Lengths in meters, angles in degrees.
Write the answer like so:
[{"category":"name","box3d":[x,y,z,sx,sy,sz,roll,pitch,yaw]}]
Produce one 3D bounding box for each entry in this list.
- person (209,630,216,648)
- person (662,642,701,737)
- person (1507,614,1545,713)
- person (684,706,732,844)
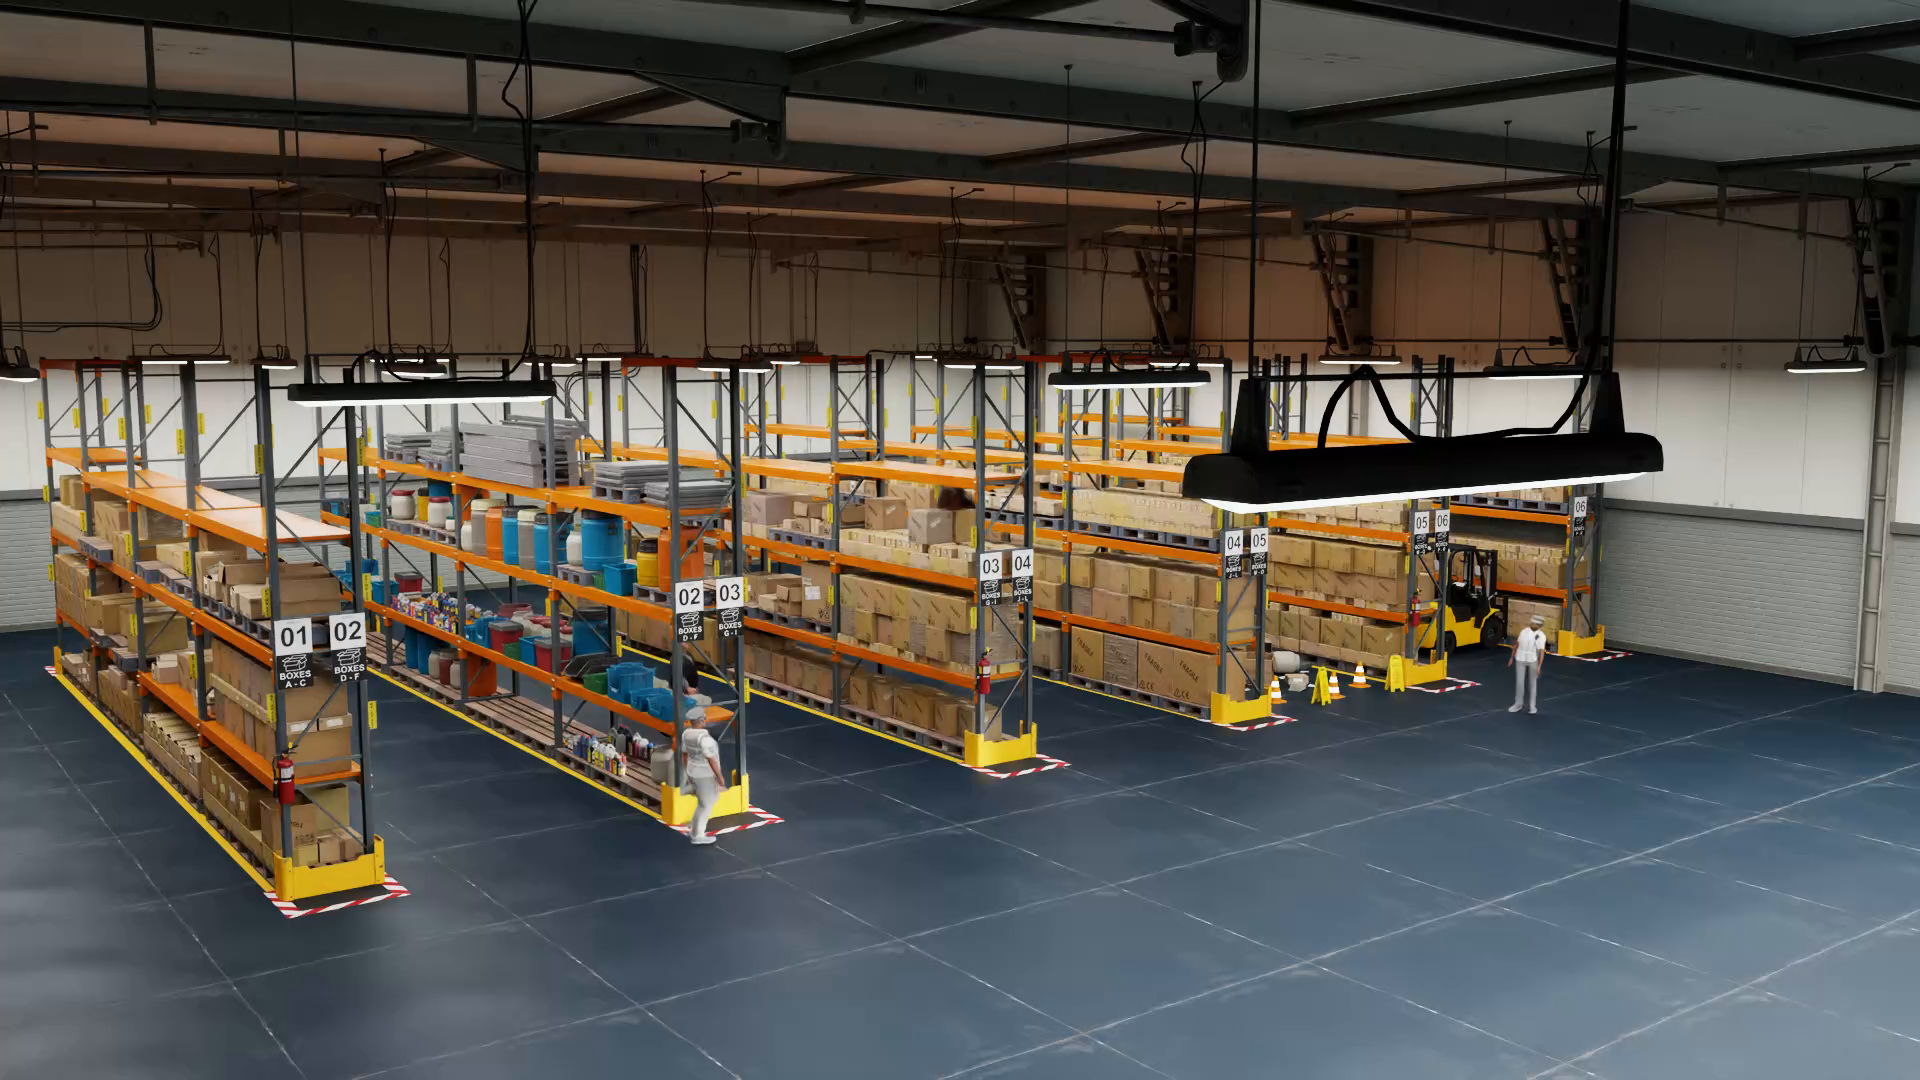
[{"category":"person","box3d":[-15.185,1.397,34.350,0.920,1.614,0.542,-3,8,-24]},{"category":"person","box3d":[-4.298,2.366,26.240,0.989,1.686,0.549,5,8,35]},{"category":"person","box3d":[9.655,2.101,28.363,0.570,1.688,0.395,2,7,20]},{"category":"person","box3d":[-3.147,2.952,20.871,0.542,1.785,0.568,-3,8,-25]}]
